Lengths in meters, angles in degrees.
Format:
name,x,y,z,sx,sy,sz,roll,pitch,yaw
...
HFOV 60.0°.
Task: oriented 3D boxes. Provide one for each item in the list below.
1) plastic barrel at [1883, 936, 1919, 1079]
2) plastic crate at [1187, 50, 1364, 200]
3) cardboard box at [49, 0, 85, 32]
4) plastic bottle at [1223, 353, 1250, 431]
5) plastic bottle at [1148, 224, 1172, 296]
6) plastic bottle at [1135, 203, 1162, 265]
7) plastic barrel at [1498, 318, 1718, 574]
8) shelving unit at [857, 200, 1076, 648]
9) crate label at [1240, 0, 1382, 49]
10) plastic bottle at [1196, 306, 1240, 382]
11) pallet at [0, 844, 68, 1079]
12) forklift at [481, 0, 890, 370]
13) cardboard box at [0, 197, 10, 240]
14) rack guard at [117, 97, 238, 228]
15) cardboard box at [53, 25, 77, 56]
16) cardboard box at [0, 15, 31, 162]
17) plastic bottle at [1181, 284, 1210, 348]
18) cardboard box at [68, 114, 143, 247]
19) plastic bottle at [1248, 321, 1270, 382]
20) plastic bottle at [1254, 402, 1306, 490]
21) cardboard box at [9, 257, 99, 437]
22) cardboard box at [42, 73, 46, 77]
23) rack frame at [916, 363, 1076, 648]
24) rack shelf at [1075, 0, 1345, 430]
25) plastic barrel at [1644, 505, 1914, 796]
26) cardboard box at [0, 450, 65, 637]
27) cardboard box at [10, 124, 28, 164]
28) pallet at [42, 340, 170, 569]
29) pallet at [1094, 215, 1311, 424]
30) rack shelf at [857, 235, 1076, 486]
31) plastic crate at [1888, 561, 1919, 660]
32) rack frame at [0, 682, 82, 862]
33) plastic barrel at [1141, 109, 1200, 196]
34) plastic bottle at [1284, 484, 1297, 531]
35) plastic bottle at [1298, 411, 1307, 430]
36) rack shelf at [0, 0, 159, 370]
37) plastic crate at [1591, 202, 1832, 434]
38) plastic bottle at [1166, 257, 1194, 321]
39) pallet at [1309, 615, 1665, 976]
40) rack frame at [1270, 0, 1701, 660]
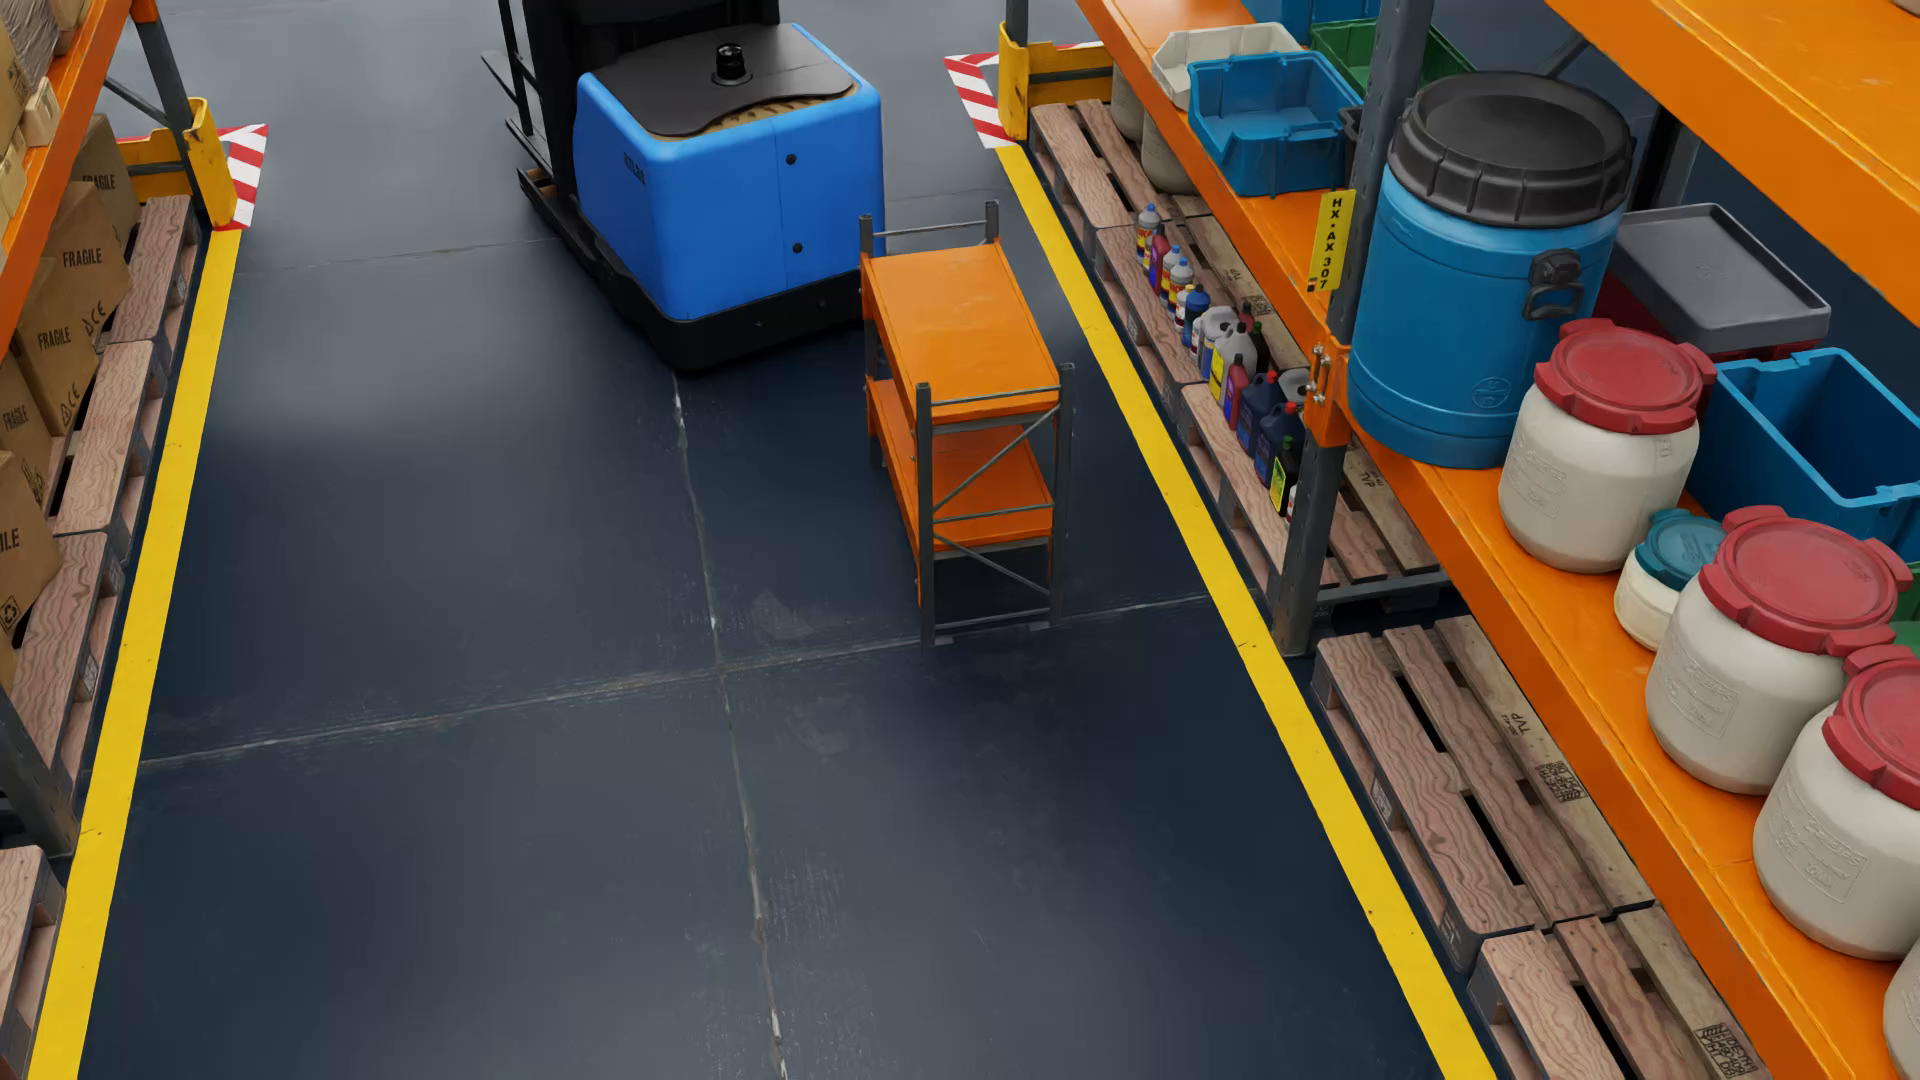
name,x,y,z,sx,sy,sz,roll,pitch,yaw
plastic barrel,1.938,0.824,2.978,0.421,0.512,0.421,0,42,0
plastic crate,1.092,-1.440,5.725,0.499,0.251,0.616,-8,42,-9
cardboard box,-3.786,-2.182,6.149,0.875,0.500,0.500,-8,42,-9
plastic bottle,1.059,-0.566,6.343,0.061,0.283,0.133,-6,42,-6
plastic bottle,0.851,-1.190,7.046,0.061,0.283,0.133,-8,42,-9
plastic bottle,0.820,-1.335,7.218,0.097,0.271,0.097,0,42,0
plastic barrel,1.589,-0.217,4.132,0.433,0.535,0.433,0,42,0
shelving unit,0.001,-0.416,5.872,0.538,1.125,1.048,-8,42,-9
crate label,1.394,-2.269,6.520,0.502,0.435,0.616,-8,42,-9
plastic bottle,1.034,-0.779,6.589,0.152,0.276,0.135,-8,42,-8
pallet,-3.070,1.439,4.469,1.003,0.211,1.213,-8,42,-9
forklift,-1.484,-2.768,7.160,1.130,2.935,3.031,-21,46,-22
cardboard box,-3.286,-1.003,5.310,0.380,0.149,0.250,-8,42,-9
rack guard,-4.087,-1.717,7.807,1.175,0.500,0.348,-8,42,-9
cardboard box,-3.644,-1.971,6.400,0.380,0.149,0.250,-8,42,-9
cardboard box,-3.624,-1.526,5.410,0.875,0.500,0.500,-8,42,-9
plastic bottle,0.959,-0.916,6.747,0.097,0.271,0.097,0,42,0
cardboard box,-3.985,-1.516,7.265,0.500,0.500,0.500,-1,42,-1
plastic bottle,1.159,-0.708,6.502,0.061,0.283,0.133,-8,42,-9
plastic bottle,1.176,-0.368,6.069,0.144,0.351,0.185,-9,42,-10
cardboard box,-3.706,-0.725,6.373,0.500,0.500,0.500,-5,42,-5
cardboard box,-3.554,-1.644,6.031,0.380,0.149,0.250,-8,42,-9
rack frame,0.111,-0.087,5.500,0.500,1.125,0.032,-8,42,-9
rack shelf,1.165,-1.845,6.611,1.077,0.370,4.000,-8,42,-9
plastic barrel,1.747,0.259,3.597,0.433,0.535,0.433,0,42,0
cardboard box,-3.418,0.035,5.518,0.500,0.500,0.500,4,42,4
cardboard box,-3.428,-1.322,5.669,0.380,0.149,0.250,-8,42,-9
pallet,-3.686,-0.288,6.415,1.003,0.211,1.213,-8,42,-9
pallet,1.225,-1.008,7.227,1.003,0.211,1.213,-8,42,-9
rack shelf,0.001,-0.635,5.677,0.538,0.278,1.000,-8,42,-9
plastic crate,2.248,0.350,3.756,0.450,0.188,0.662,-8,42,-9
rack frame,-3.240,-0.108,4.112,1.000,3.000,0.127,-8,42,-9
plastic barrel,1.058,-1.897,7.685,0.421,0.512,0.421,0,42,0
plastic bottle,1.214,-0.126,5.909,0.097,0.201,0.097,0,42,0
plastic bottle,1.317,-0.388,6.092,0.144,0.351,0.185,-8,42,-9
rack shelf,-3.672,-1.135,5.811,1.077,0.370,4.000,-8,42,-9
plastic crate,2.000,-0.572,4.586,0.402,0.464,0.583,-8,42,-9
plastic bottle,0.916,-1.048,6.895,0.097,0.271,0.097,0,42,0
pallet,1.804,0.729,5.270,1.003,0.211,1.213,-8,42,-9
rack frame,1.596,-0.818,4.912,1.000,3.000,0.127,-8,42,-9
